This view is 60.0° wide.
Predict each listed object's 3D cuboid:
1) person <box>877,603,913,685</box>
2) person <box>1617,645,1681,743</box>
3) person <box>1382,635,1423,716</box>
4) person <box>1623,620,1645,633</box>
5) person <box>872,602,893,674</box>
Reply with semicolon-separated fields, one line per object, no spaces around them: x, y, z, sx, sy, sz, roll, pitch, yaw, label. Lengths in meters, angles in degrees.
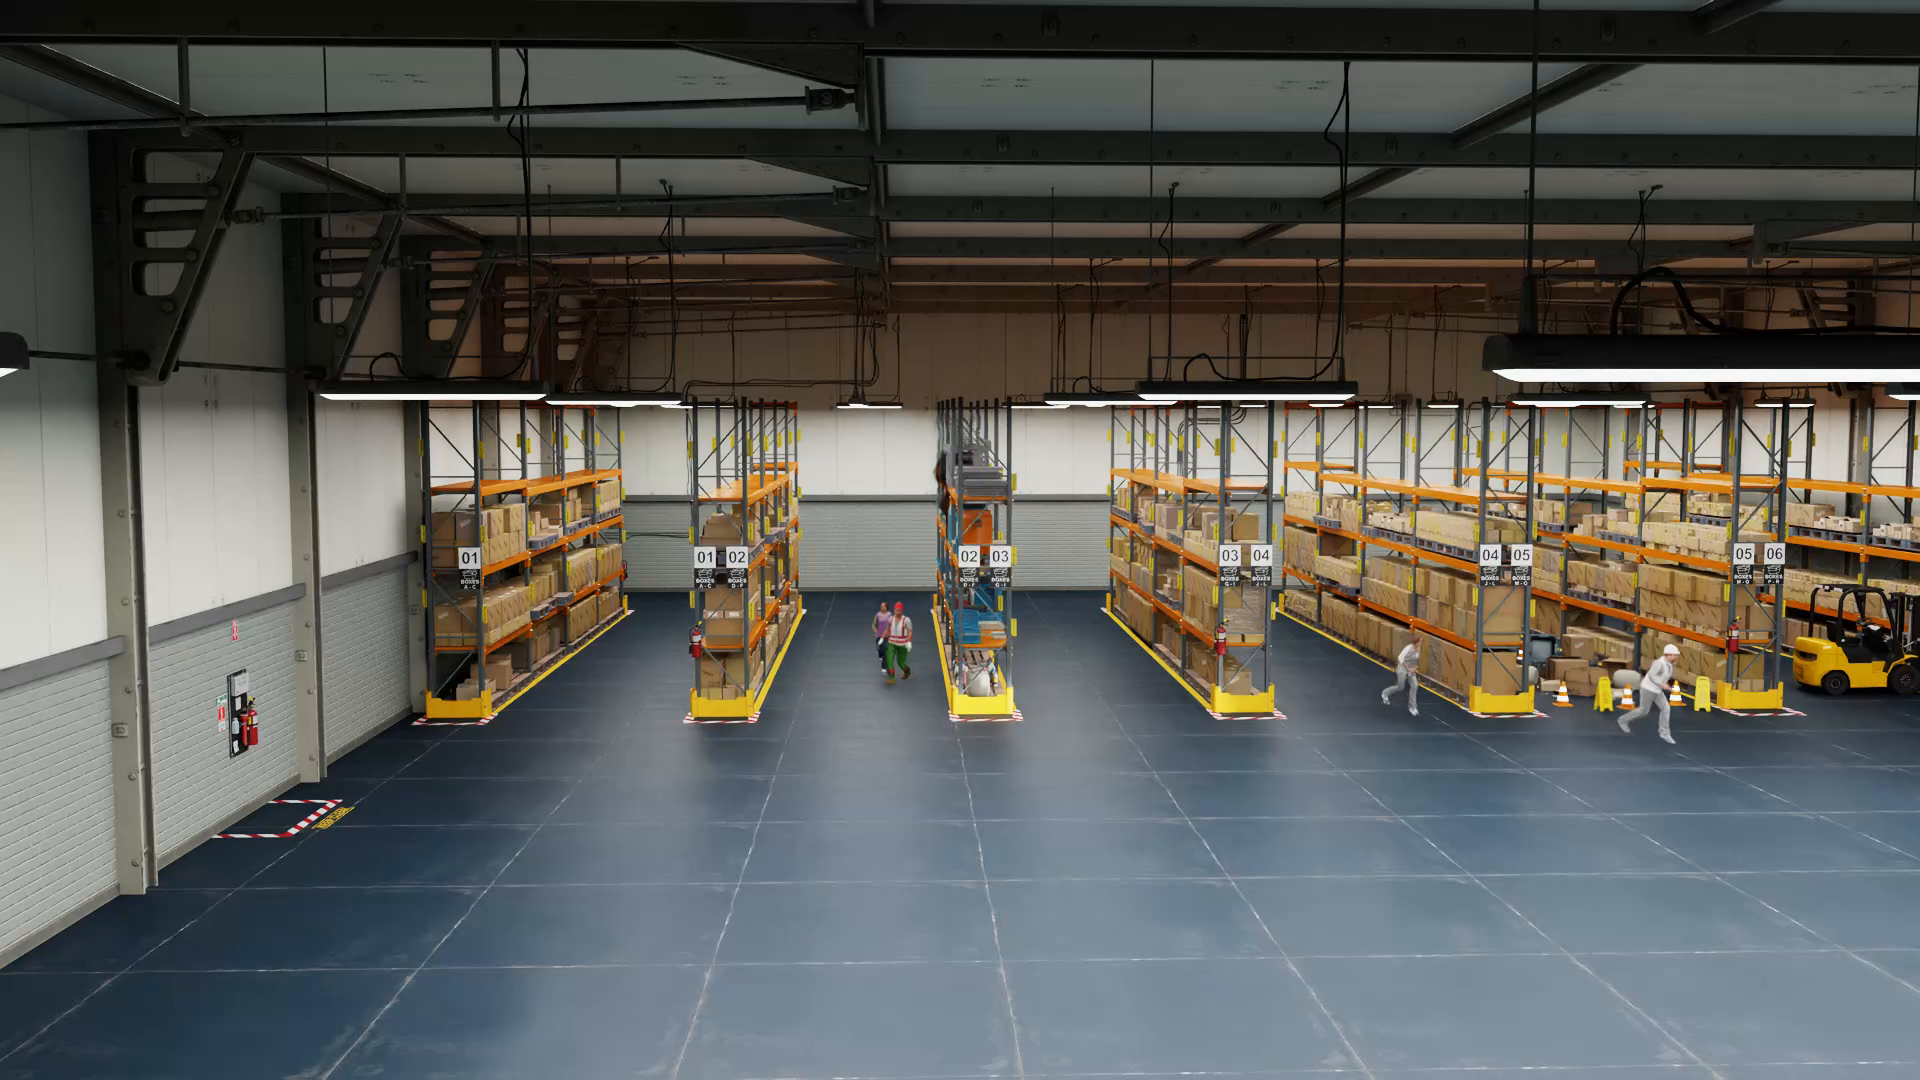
-1.328;2.175;35.019;0.735;1.724;0.765;2;5;20;person
12.035;2.653;29.045;1.045;1.732;0.697;4;6;38;person
8.426;2.535;31.677;0.568;1.547;0.912;-4;6;-40;person
17.336;1.615;42.847;0.527;1.701;0.778;-1;5;-18;person
-1.660;2.135;36.532;0.544;1.574;0.673;0;4;-3;person
